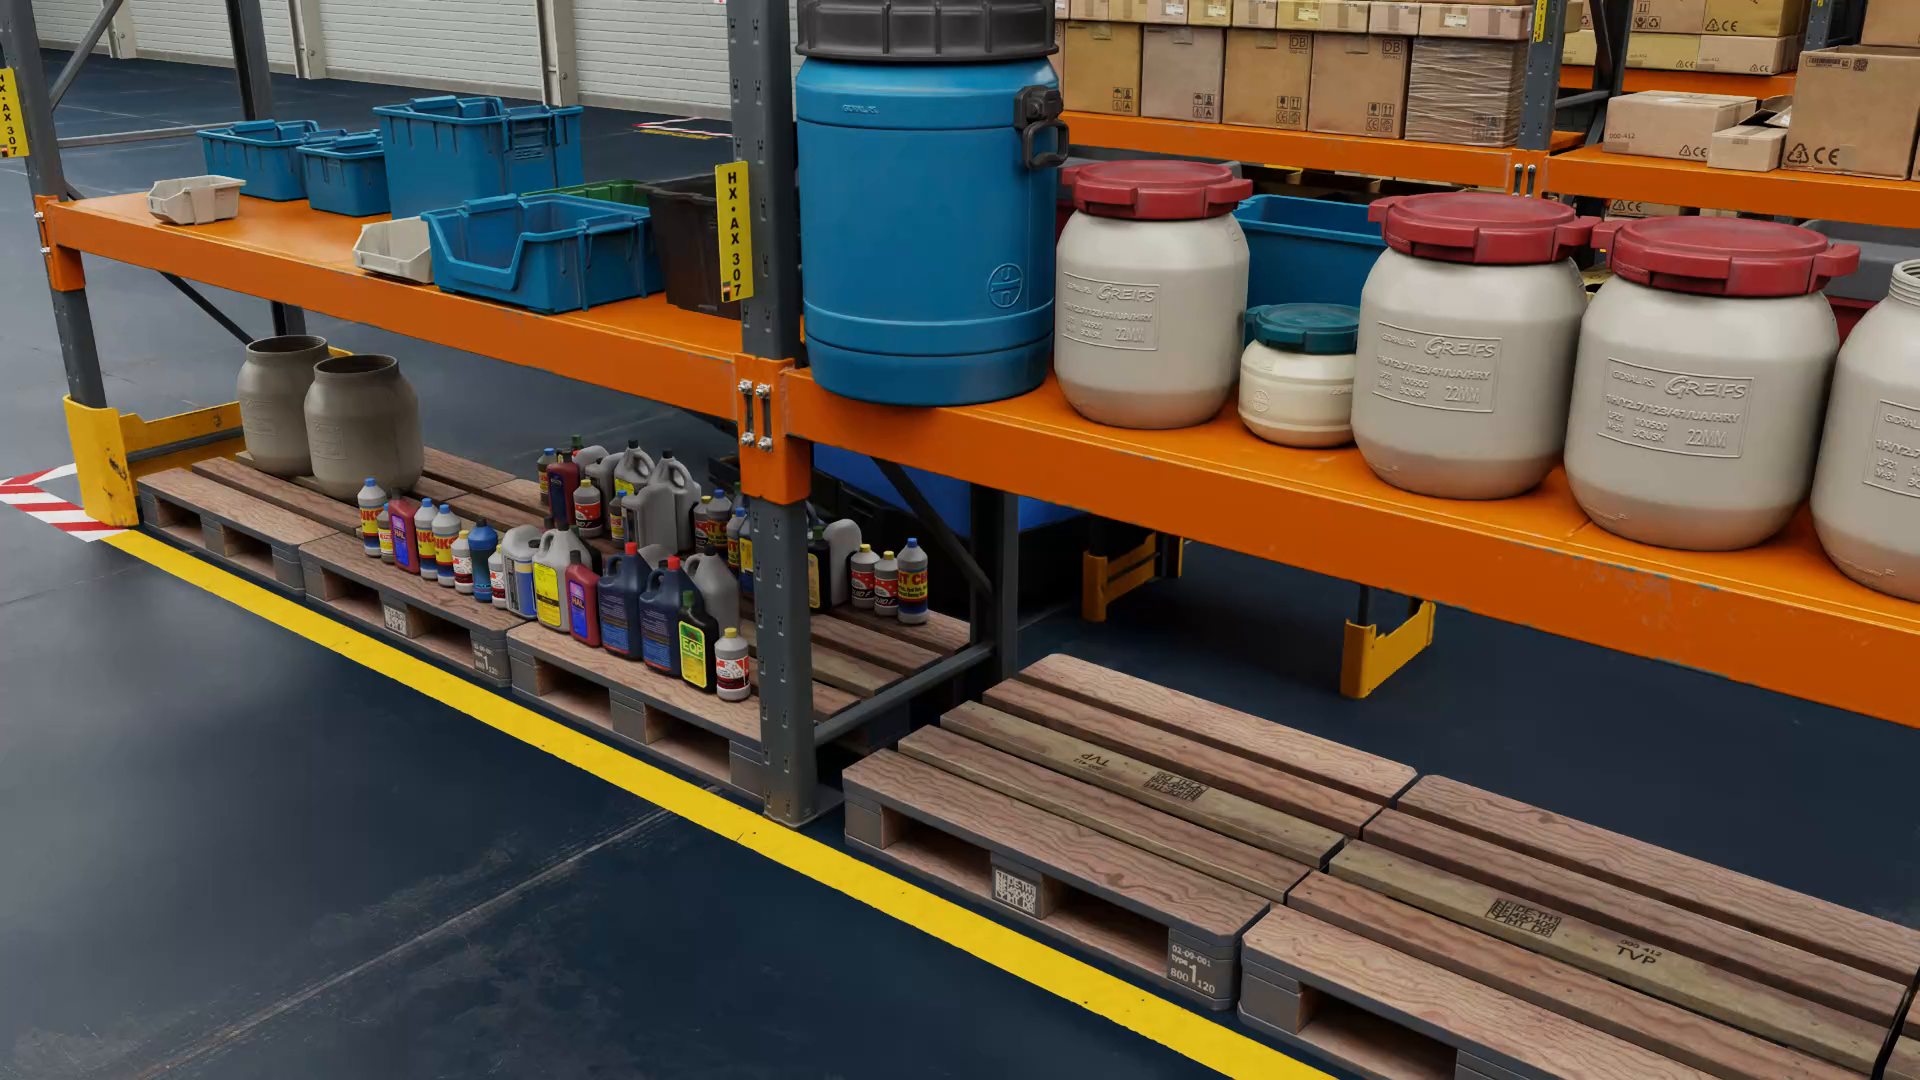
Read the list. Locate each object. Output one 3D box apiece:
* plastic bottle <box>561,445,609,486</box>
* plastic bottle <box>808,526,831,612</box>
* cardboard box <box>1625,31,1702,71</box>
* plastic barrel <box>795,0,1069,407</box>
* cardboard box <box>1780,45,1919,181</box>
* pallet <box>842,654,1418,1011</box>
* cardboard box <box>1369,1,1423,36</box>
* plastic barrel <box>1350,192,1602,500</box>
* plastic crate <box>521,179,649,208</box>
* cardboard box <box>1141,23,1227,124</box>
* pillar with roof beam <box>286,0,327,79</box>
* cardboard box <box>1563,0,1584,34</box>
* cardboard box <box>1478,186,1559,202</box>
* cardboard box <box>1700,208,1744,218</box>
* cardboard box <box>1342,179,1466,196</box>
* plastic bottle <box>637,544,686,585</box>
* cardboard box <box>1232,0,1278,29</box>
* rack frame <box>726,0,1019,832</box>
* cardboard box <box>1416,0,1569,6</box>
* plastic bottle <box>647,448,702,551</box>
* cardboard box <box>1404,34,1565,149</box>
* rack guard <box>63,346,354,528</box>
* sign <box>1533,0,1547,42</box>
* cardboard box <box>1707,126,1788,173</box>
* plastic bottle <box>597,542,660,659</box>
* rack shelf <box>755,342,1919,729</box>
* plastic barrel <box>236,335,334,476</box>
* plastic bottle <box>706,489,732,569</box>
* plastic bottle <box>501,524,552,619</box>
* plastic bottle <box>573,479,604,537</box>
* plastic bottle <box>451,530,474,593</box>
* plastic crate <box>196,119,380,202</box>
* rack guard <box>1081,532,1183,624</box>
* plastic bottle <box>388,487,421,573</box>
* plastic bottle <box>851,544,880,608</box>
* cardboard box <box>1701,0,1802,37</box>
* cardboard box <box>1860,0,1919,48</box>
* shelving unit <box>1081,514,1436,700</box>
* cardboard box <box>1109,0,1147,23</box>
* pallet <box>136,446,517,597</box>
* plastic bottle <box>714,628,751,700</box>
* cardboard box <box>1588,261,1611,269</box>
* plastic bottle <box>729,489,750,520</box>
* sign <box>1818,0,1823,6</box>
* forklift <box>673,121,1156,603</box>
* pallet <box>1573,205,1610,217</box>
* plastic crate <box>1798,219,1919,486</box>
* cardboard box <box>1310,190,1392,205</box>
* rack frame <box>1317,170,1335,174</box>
[{"bbox_3d":[-1.403,-0.225,6.250,0.135,0.276,0.152,16,26,37],"label":"plastic bottle"},{"bbox_3d":[-0.487,0.084,5.420,0.133,0.283,0.061,16,26,36],"label":"plastic bottle"},{"bbox_3d":[5.143,-3.538,11.984,0.500,0.250,0.500,16,26,37],"label":"cardboard box"},{"bbox_3d":[-0.074,-0.820,3.881,0.708,0.901,0.600,16,26,36],"label":"plastic barrel"},{"bbox_3d":[3.945,-1.861,7.211,0.500,0.500,0.500,18,27,40],"label":"cardboard box"},{"bbox_3d":[0.451,0.715,4.473,1.213,0.211,1.003,16,26,36],"label":"pallet"},{"bbox_3d":[2.212,-2.574,8.181,0.250,0.149,0.380,15,25,35],"label":"cardboard box"},{"bbox_3d":[0.989,-0.381,3.235,0.433,0.535,0.433,0,21,0],"label":"plastic barrel"},{"bbox_3d":[-1.055,-1.035,5.463,0.662,0.188,0.450,16,26,36],"label":"plastic crate"},{"bbox_3d":[1.408,-2.595,9.156,0.500,0.500,0.700,17,27,38],"label":"cardboard box"},{"bbox_3d":[-12.595,-10.082,20.649,0.400,9.000,9.100,16,26,36],"label":"pillar with roof beam"},{"bbox_3d":[2.867,-2.571,8.174,0.250,0.149,0.380,16,26,36],"label":"cardboard box"},{"bbox_3d":[4.441,-2.908,13.047,0.500,0.500,0.700,14,25,33],"label":"cardboard box"},{"bbox_3d":[5.649,-2.454,12.316,0.250,0.166,0.380,12,24,29],"label":"cardboard box"},{"bbox_3d":[2.399,-1.667,9.076,0.500,0.500,0.500,16,26,36],"label":"cardboard box"},{"bbox_3d":[-0.938,0.160,5.229,0.135,0.276,0.152,16,26,36],"label":"plastic bottle"},{"bbox_3d":[1.624,-2.744,8.632,0.250,0.149,0.380,17,27,38],"label":"cardboard box"},{"bbox_3d":[-0.182,-0.754,4.418,0.127,3.000,1.000,16,26,36],"label":"rack frame"},{"bbox_3d":[2.605,-2.859,8.018,0.500,0.500,0.700,16,26,37],"label":"cardboard box"},{"bbox_3d":[-1.021,-0.151,5.949,0.185,0.351,0.144,16,26,36],"label":"plastic bottle"},{"bbox_3d":[2.605,-2.252,8.247,0.500,0.500,0.700,15,25,35],"label":"cardboard box"},{"bbox_3d":[-3.193,-0.473,7.215,0.348,0.500,1.175,16,26,36],"label":"rack guard"},{"bbox_3d":[2.603,-2.398,7.436,0.005,0.325,0.100,16,26,36],"label":"sign"},{"bbox_3d":[3.510,-1.737,7.378,0.250,0.149,0.380,16,26,36],"label":"cardboard box"},{"bbox_3d":[-1.012,0.171,5.093,0.185,0.351,0.144,15,25,34],"label":"plastic bottle"},{"bbox_3d":[1.367,0.028,3.362,4.000,0.370,1.077,16,26,36],"label":"rack shelf"},{"bbox_3d":[-2.723,-0.553,6.815,0.421,0.512,0.421,0,21,0],"label":"plastic barrel"},{"bbox_3d":[-0.829,-0.042,5.772,0.097,0.271,0.097,0,21,0],"label":"plastic bottle"},{"bbox_3d":[-1.386,0.097,5.396,0.135,0.276,0.152,17,26,37],"label":"plastic bottle"},{"bbox_3d":[-1.360,-0.121,6.079,0.097,0.201,0.097,0,21,0],"label":"plastic bottle"},{"bbox_3d":[-1.654,0.067,5.581,0.097,0.201,0.097,0,21,0],"label":"plastic bottle"},{"bbox_3d":[-2.704,-1.547,6.731,0.616,0.251,0.499,16,26,36],"label":"plastic crate"},{"bbox_3d":[0.635,0.091,6.072,0.087,0.250,0.587,15,25,35],"label":"rack guard"},{"bbox_3d":[-1.910,-0.037,5.740,0.133,0.283,0.061,17,26,37],"label":"plastic bottle"},{"bbox_3d":[-0.309,0.113,5.461,0.097,0.201,0.097,0,21,0],"label":"plastic bottle"},{"bbox_3d":[5.520,-3.774,11.546,0.500,0.500,0.500,16,26,36],"label":"cardboard box"},{"bbox_3d":[6.455,-3.592,11.178,0.500,0.500,0.700,16,26,36],"label":"cardboard box"},{"bbox_3d":[1.030,-0.386,5.567,1.083,1.500,0.587,15,25,35],"label":"shelving unit"},{"bbox_3d":[1.021,-2.917,9.092,0.250,0.149,0.380,16,26,36],"label":"cardboard box"},{"bbox_3d":[-2.567,-0.155,6.781,1.213,0.211,1.003,16,26,36],"label":"pallet"},{"bbox_3d":[-0.660,0.353,4.823,0.097,0.201,0.097,0,21,0],"label":"plastic bottle"},{"bbox_3d":[3.448,-1.268,8.287,0.500,0.311,0.500,16,26,36],"label":"cardboard box"},{"bbox_3d":[-0.691,-0.057,5.698,0.185,0.351,0.144,15,25,34],"label":"plastic bottle"},{"bbox_3d":[5.745,-3.718,11.049,0.005,0.325,0.100,16,26,36],"label":"sign"},{"bbox_3d":[-0.430,-1.604,6.767,1.130,2.935,3.031,-15,25,-34],"label":"forklift"},{"bbox_3d":[4.590,-2.570,13.185,1.213,0.211,1.003,16,26,36],"label":"pallet"},{"bbox_3d":[1.858,-0.336,3.218,0.583,0.464,0.402,16,26,36],"label":"plastic crate"},{"bbox_3d":[2.075,-1.527,8.705,0.500,0.500,0.500,16,26,36],"label":"cardboard box"},{"bbox_3d":[2.983,-4.355,13.966,0.127,3.000,1.000,16,26,36],"label":"rack frame"}]
